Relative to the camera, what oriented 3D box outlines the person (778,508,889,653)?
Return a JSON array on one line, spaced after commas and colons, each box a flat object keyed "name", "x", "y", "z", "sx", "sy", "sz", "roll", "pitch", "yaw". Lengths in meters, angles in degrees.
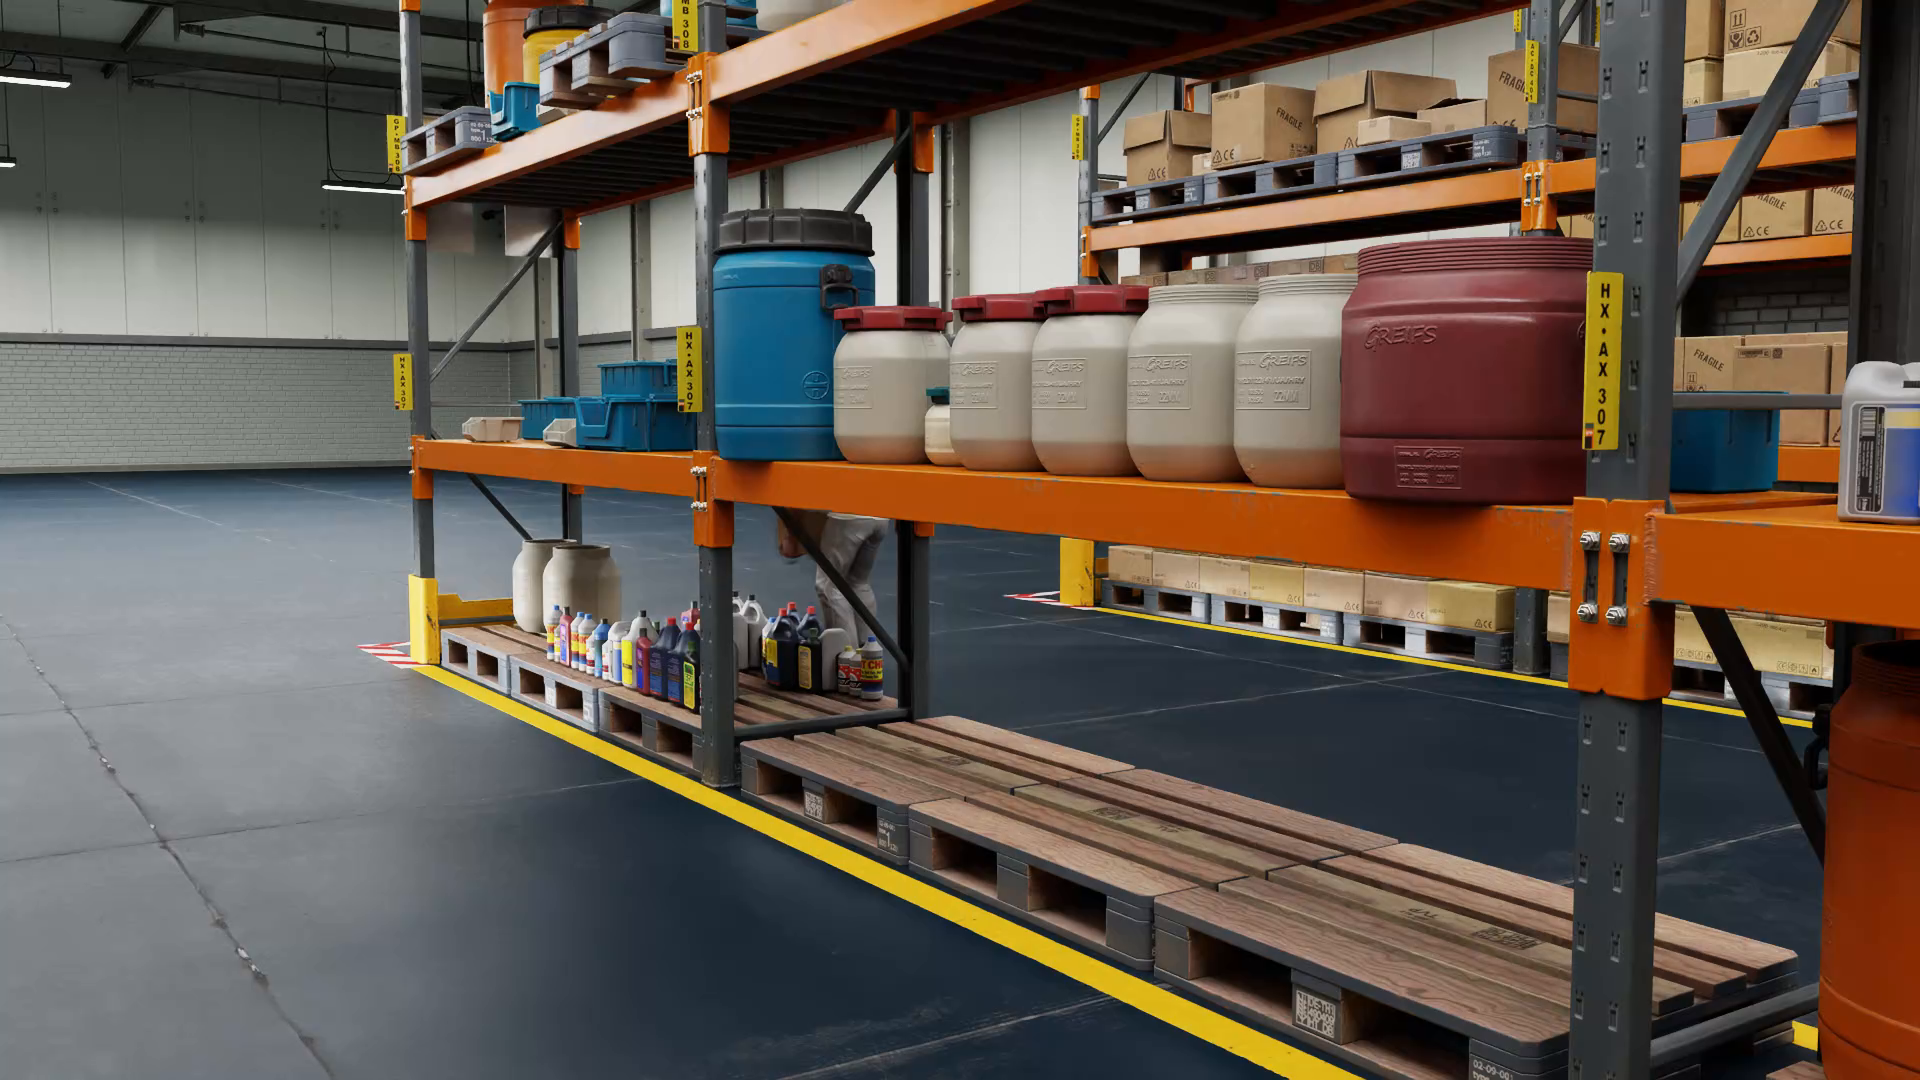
[{"name": "person", "x": -0.750, "y": -0.062, "z": 9.537, "sx": 0.763, "sy": 1.588, "sz": 0.489, "roll": 3, "pitch": 6, "yaw": 36}]
